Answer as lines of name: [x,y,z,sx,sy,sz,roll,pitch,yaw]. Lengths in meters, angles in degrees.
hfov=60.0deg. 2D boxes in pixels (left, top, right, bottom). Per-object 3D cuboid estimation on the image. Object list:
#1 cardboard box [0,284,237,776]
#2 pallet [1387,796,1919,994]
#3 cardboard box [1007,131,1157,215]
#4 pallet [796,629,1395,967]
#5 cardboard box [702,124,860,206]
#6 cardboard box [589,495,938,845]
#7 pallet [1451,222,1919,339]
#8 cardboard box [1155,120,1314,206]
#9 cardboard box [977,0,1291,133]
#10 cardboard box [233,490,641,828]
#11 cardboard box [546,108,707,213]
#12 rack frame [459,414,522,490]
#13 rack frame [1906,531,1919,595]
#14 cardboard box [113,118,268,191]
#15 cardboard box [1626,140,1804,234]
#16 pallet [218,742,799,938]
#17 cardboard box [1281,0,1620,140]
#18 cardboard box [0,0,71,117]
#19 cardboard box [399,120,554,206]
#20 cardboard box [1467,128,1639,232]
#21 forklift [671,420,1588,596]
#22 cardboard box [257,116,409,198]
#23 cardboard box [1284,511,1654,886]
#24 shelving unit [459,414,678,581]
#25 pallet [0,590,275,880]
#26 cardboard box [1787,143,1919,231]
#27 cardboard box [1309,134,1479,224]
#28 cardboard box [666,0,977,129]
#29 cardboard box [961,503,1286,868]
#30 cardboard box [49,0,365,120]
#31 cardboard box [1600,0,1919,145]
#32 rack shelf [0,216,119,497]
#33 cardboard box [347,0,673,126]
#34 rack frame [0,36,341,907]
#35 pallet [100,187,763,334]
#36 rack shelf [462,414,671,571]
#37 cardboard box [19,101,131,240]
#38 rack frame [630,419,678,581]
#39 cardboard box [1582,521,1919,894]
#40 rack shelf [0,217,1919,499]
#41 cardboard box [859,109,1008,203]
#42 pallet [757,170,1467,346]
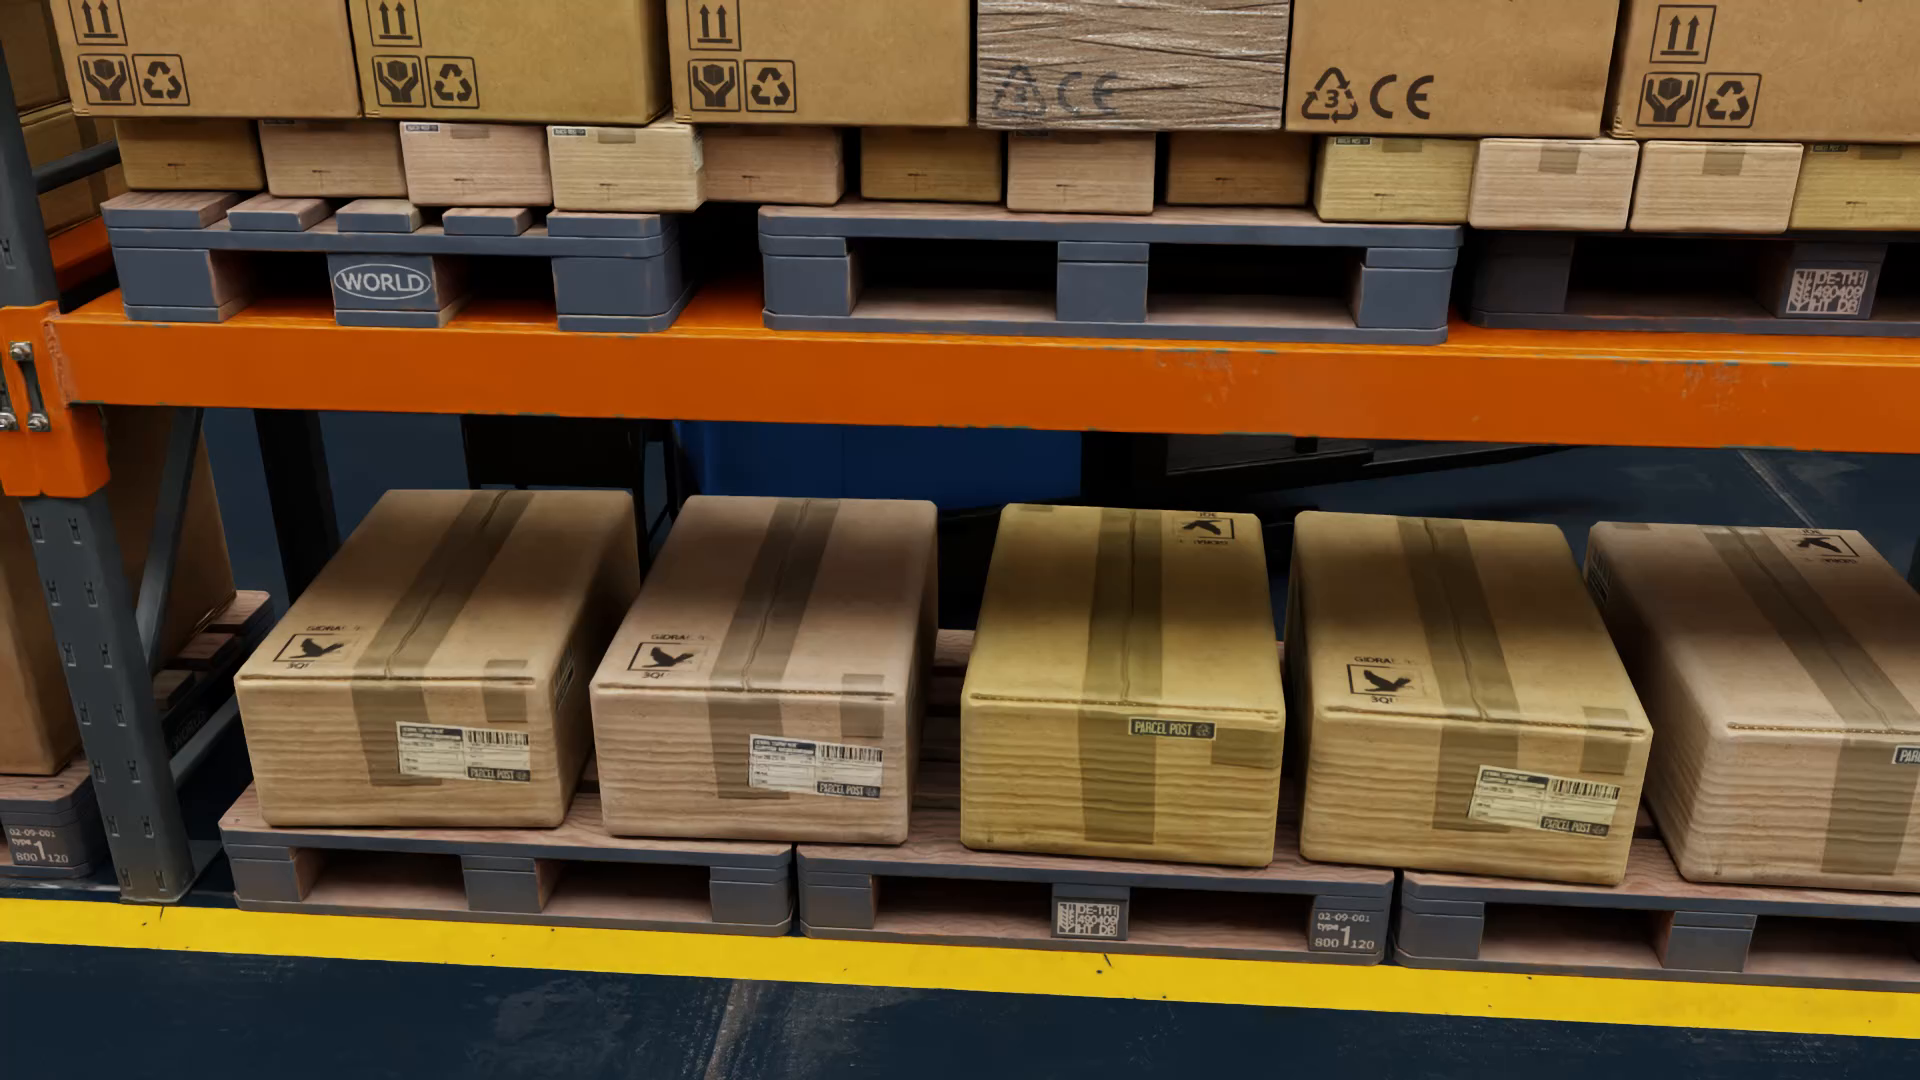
cardboard box: [-2.375,-0.072,3.857,0.875,0.875,0.875,2,25,4]
pallet: [1.520,0.581,3.735,1.213,0.211,1.003,2,25,4]
cardboard box: [0.225,-0.706,2.994,0.250,0.149,0.380,3,25,6]
pallet: [0.300,0.543,3.817,1.213,0.211,1.003,2,25,4]
cardboard box: [-0.315,-0.734,3.056,0.250,0.149,0.380,3,25,7]
cardboard box: [-0.393,0.256,3.746,0.625,0.372,0.950,1,25,3]
pallet: [1.545,-0.659,3.324,1.213,0.211,1.003,2,25,4]
cardboard box: [0.491,-0.729,3.045,0.250,0.149,0.380,1,25,2]
cardboard box: [0.287,-1.003,2.863,0.500,0.500,0.500,1,25,2]
cardboard box: [-1.130,0.236,3.790,0.625,0.372,0.950,0,25,0]
cardboard box: [-0.561,-0.710,3.002,0.250,0.149,0.380,2,25,4]
rack frame: [-1.396,-0.895,4.681,0.015,2.100,0.400,2,25,4]
rack frame: [2.296,-0.661,3.099,0.127,3.000,1.000,2,25,4]
cardboard box: [-1.382,-0.778,3.151,0.250,0.149,0.380,0,25,1]
cardboard box: [1.240,-0.648,2.869,0.250,0.149,0.380,1,25,3]
pallet: [-0.913,0.503,3.904,1.213,0.211,1.003,2,25,4]
cardboard box: [0.809,-0.986,2.827,0.500,0.500,0.500,3,25,6]
cardboard box: [-2.179,-1.067,3.563,0.500,0.250,0.500,2,25,4]
cardboard box: [-0.834,-0.727,3.040,0.250,0.149,0.380,0,25,1]
cardboard box: [0.986,-0.655,2.884,0.250,0.149,0.380,2,25,4]
forklift: [0.639,-1.435,4.862,3.031,2.935,1.130,-7,26,-15]
cardboard box: [-1.103,-0.755,3.101,0.250,0.149,0.380,0,25,1]
cardboard box: [1.056,0.304,3.641,0.625,0.372,0.950,3,25,7]
shelving unit: [-1.153,-0.887,4.664,0.503,2.100,0.431,2,25,4]
pallet: [-2.473,0.421,4.083,1.213,0.211,1.003,2,25,4]
cardboard box: [1.500,-0.655,2.884,0.250,0.149,0.380,1,25,2]
cardboard box: [0.746,-0.678,2.933,0.250,0.149,0.380,2,25,4]
cardboard box: [-0.211,-1.022,2.904,0.500,0.500,0.500,2,25,5]
cardboard box: [0.362,0.283,3.688,0.625,0.372,0.950,3,25,6]
cardboard box: [-1.261,-1.050,2.965,0.500,0.500,0.500,1,25,3]
cardboard box: [1.323,-0.967,2.786,0.500,0.500,0.500,2,25,4]
rack shelf: [-3.686,-0.527,3.666,4.000,0.370,1.077,2,25,4]
cardboard box: [-0.741,-1.036,2.935,0.500,0.500,0.500,3,25,7]
rack frame: [-1.692,-0.789,3.377,0.127,3.000,1.000,2,25,4]
pallet: [-0.974,-0.724,3.464,1.003,0.211,1.213,2,25,4]
rack shelf: [-1.153,-0.239,4.964,0.480,0.518,0.431,2,25,4]
cardboard box: [-2.161,-0.842,3.670,0.500,0.250,0.500,1,25,3]
rack frame: [-0.910,-0.879,4.646,0.015,2.100,0.400,2,25,4]
cardboard box: [1.773,0.326,3.595,0.625,0.372,0.950,2,25,5]
rack shelf: [0.302,-0.399,3.388,4.000,0.370,1.077,2,25,4]
cardboard box: [-0.030,-0.742,3.072,0.250,0.149,0.380,3,25,6]
pallet: [0.285,-0.656,3.317,1.213,0.211,1.003,2,25,4]
